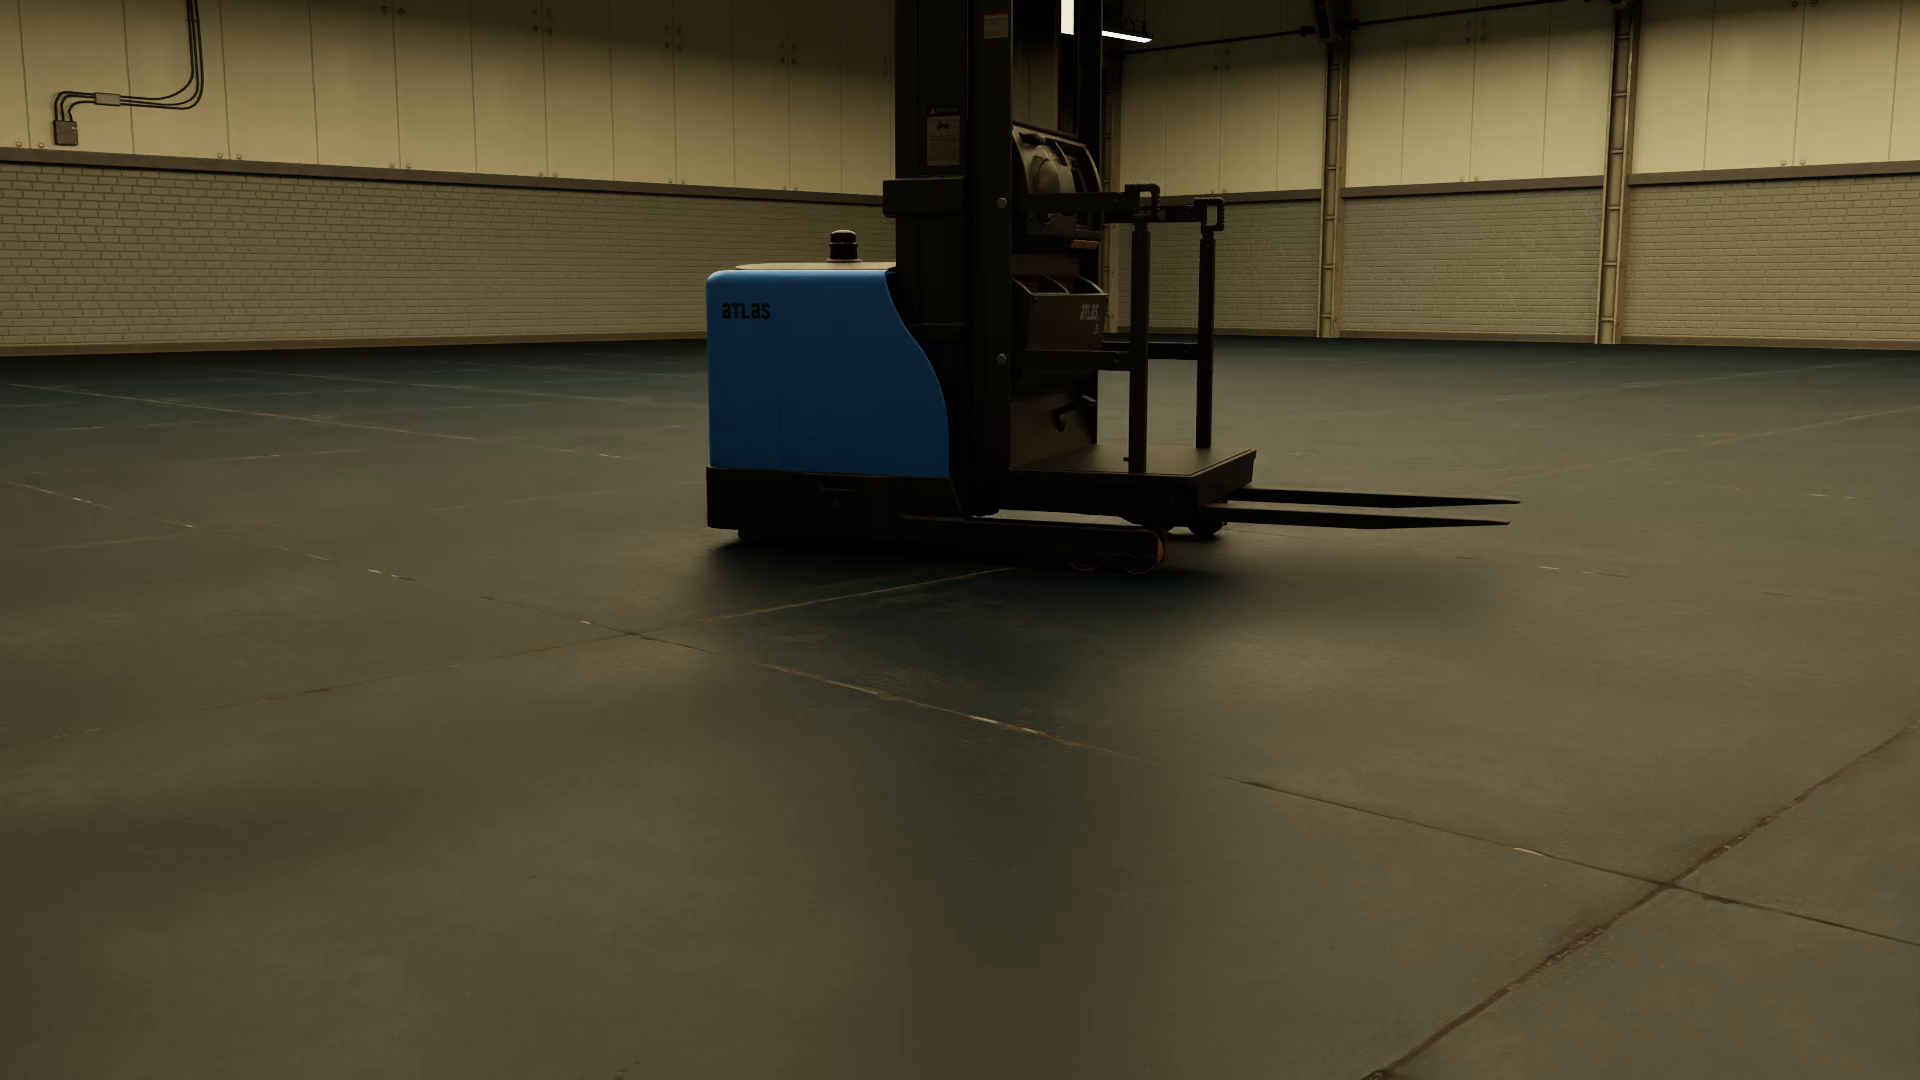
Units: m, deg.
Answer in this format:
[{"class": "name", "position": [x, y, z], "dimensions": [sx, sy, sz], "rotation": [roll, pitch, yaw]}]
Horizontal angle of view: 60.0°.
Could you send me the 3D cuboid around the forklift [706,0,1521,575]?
[{"class": "forklift", "position": [0.565, -1.416, 6.275], "dimensions": [3.031, 2.935, 1.130], "rotation": [3, 9, 22]}]
